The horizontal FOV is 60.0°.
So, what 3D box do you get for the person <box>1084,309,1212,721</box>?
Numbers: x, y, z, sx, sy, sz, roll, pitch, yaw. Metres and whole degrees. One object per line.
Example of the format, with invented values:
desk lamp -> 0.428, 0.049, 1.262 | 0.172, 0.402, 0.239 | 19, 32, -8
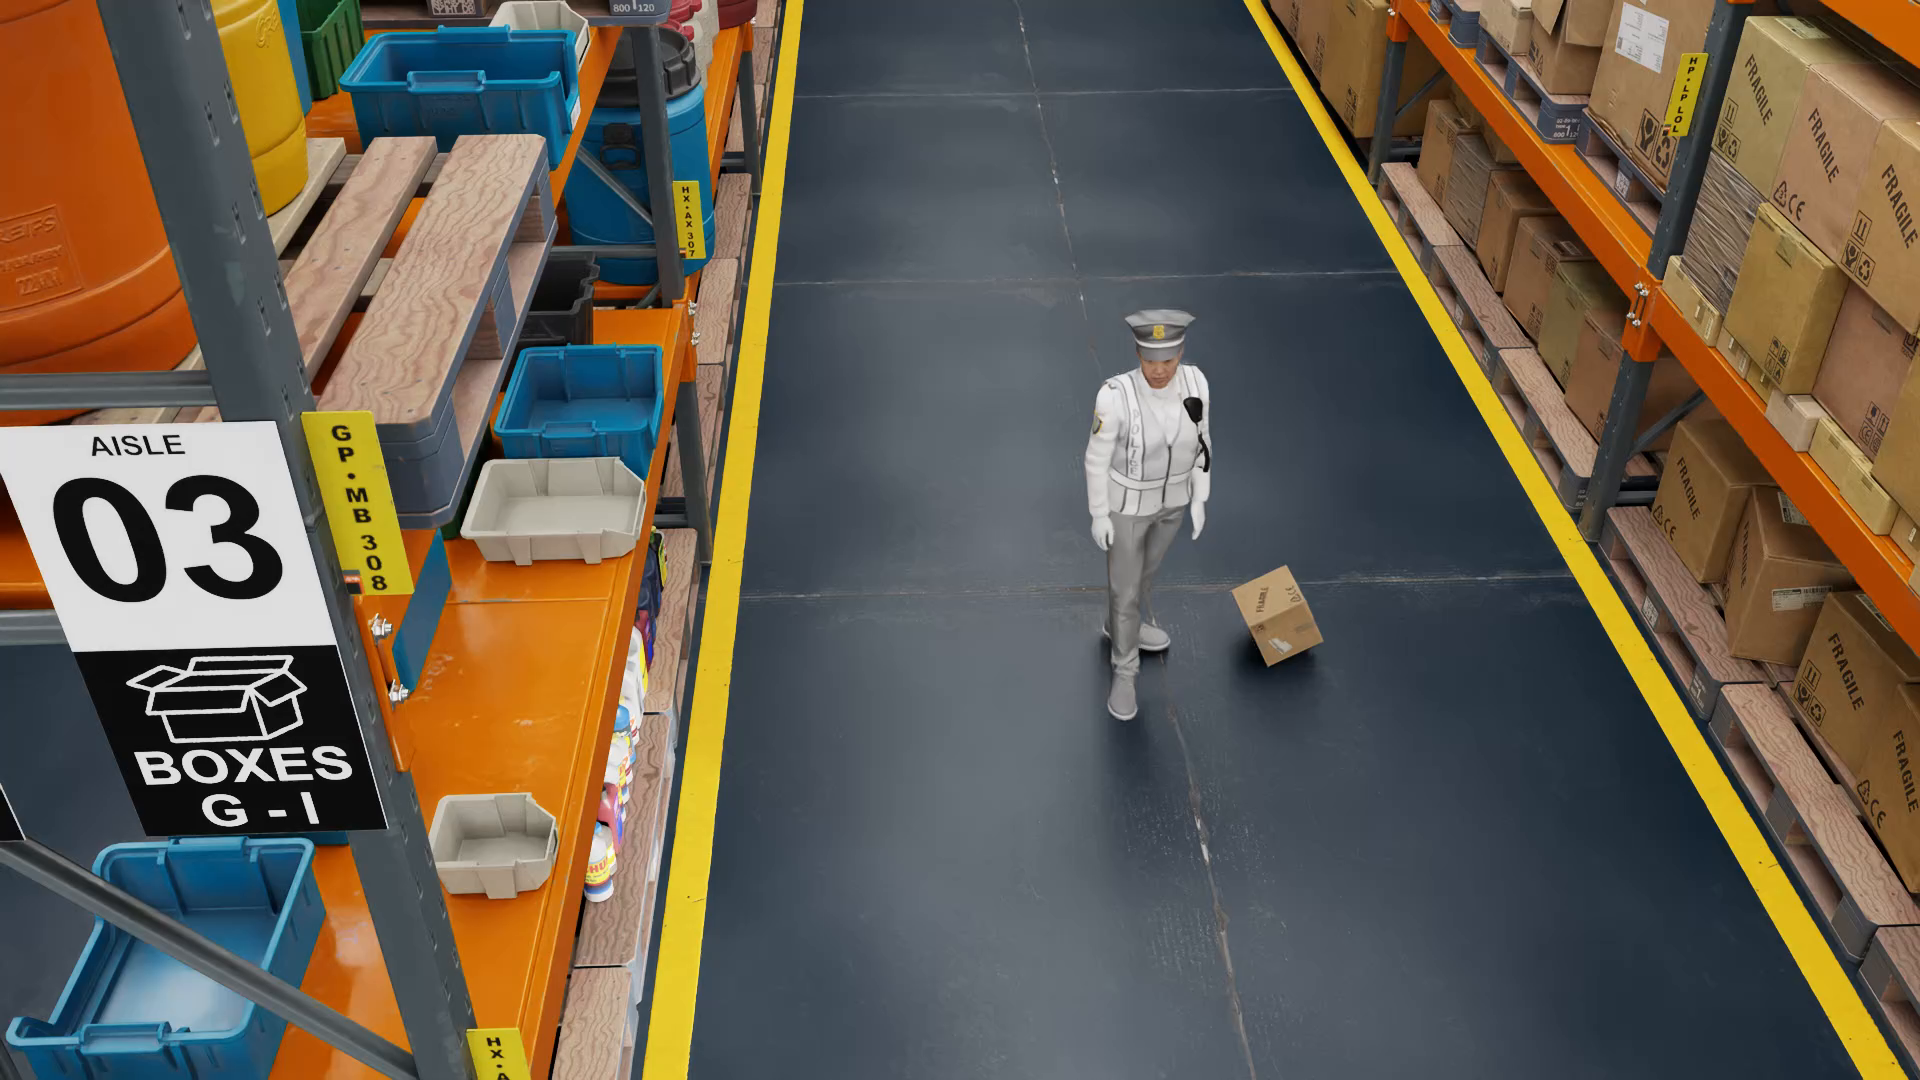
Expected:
person -> 0.709, -0.145, 6.333 | 0.493, 1.684, 0.521 | -15, 38, -20
